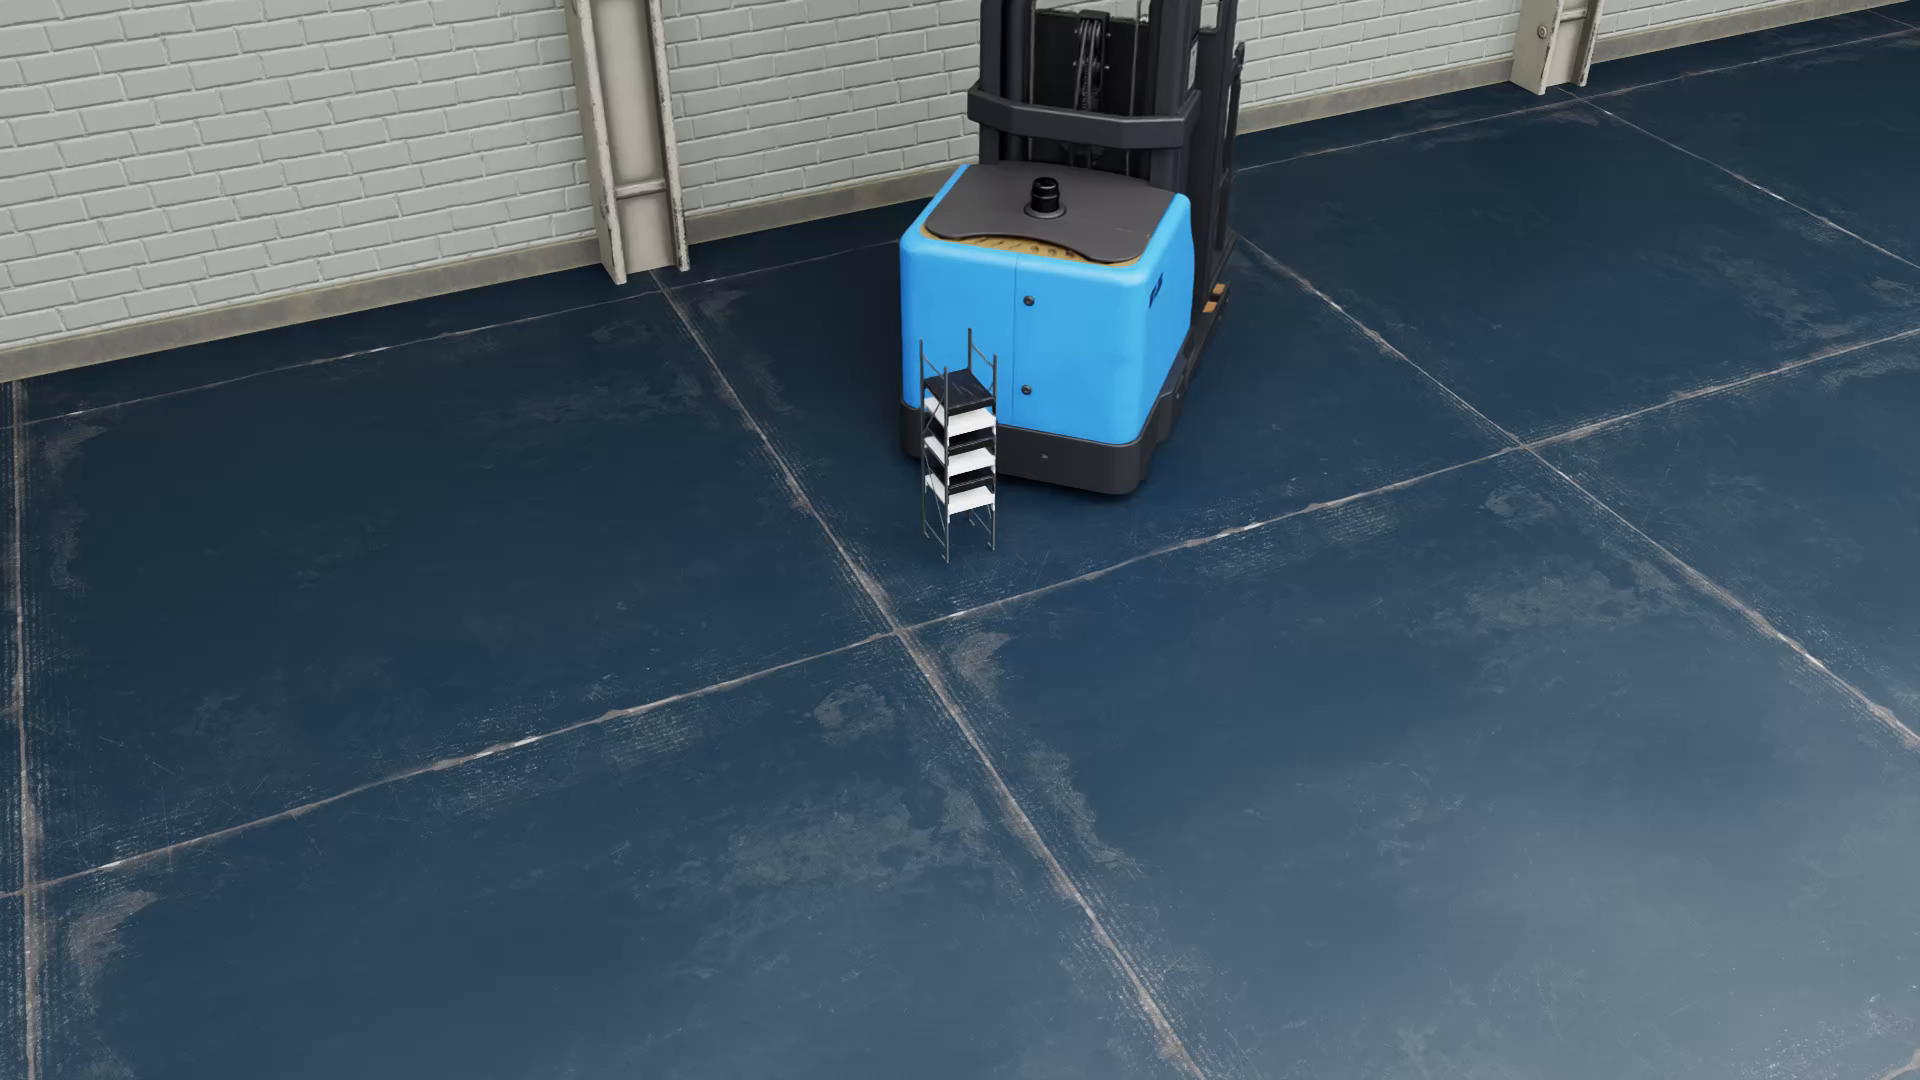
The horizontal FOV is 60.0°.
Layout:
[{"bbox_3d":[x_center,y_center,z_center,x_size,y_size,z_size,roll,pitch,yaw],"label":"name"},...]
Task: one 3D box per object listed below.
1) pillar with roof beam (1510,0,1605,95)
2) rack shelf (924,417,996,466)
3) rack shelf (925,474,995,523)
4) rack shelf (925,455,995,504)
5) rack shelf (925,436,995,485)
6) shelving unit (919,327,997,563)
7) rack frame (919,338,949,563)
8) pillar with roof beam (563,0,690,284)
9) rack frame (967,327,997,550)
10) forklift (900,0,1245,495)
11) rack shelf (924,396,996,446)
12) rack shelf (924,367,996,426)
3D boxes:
[{"bbox_3d":[5.615,-4.251,4.928,0.400,9.000,9.100,-16,39,-20],"label":"pillar with roof beam"},{"bbox_3d":[-0.007,-0.405,6.445,0.200,0.077,0.258,-16,39,-20],"label":"rack shelf"},{"bbox_3d":[-0.007,-0.188,6.606,0.200,0.077,0.258,-16,39,-20],"label":"rack shelf"},{"bbox_3d":[-0.007,-0.260,6.553,0.200,0.077,0.258,-16,39,-20],"label":"rack shelf"},{"bbox_3d":[-0.007,-0.333,6.499,0.200,0.077,0.258,-16,39,-20],"label":"rack shelf"},{"bbox_3d":[-0.007,-0.359,6.479,0.210,0.900,0.258,-16,39,-20],"label":"shelving unit"},{"bbox_3d":[-0.099,-0.334,6.444,0.006,0.900,0.240,-16,39,-20],"label":"rack frame"},{"bbox_3d":[0.184,-2.733,2.881,0.400,9.000,9.100,-16,39,-20],"label":"pillar with roof beam"},{"bbox_3d":[0.085,-0.385,6.514,0.006,0.900,0.240,-16,39,-20],"label":"rack frame"},{"bbox_3d":[0.703,-2.244,7.314,1.130,2.935,3.031,12,38,15],"label":"forklift"},{"bbox_3d":[-0.007,-0.477,6.392,0.200,0.077,0.258,-16,39,-20],"label":"rack shelf"},{"bbox_3d":[-0.007,-0.549,6.338,0.200,0.077,0.258,-16,39,-20],"label":"rack shelf"}]
